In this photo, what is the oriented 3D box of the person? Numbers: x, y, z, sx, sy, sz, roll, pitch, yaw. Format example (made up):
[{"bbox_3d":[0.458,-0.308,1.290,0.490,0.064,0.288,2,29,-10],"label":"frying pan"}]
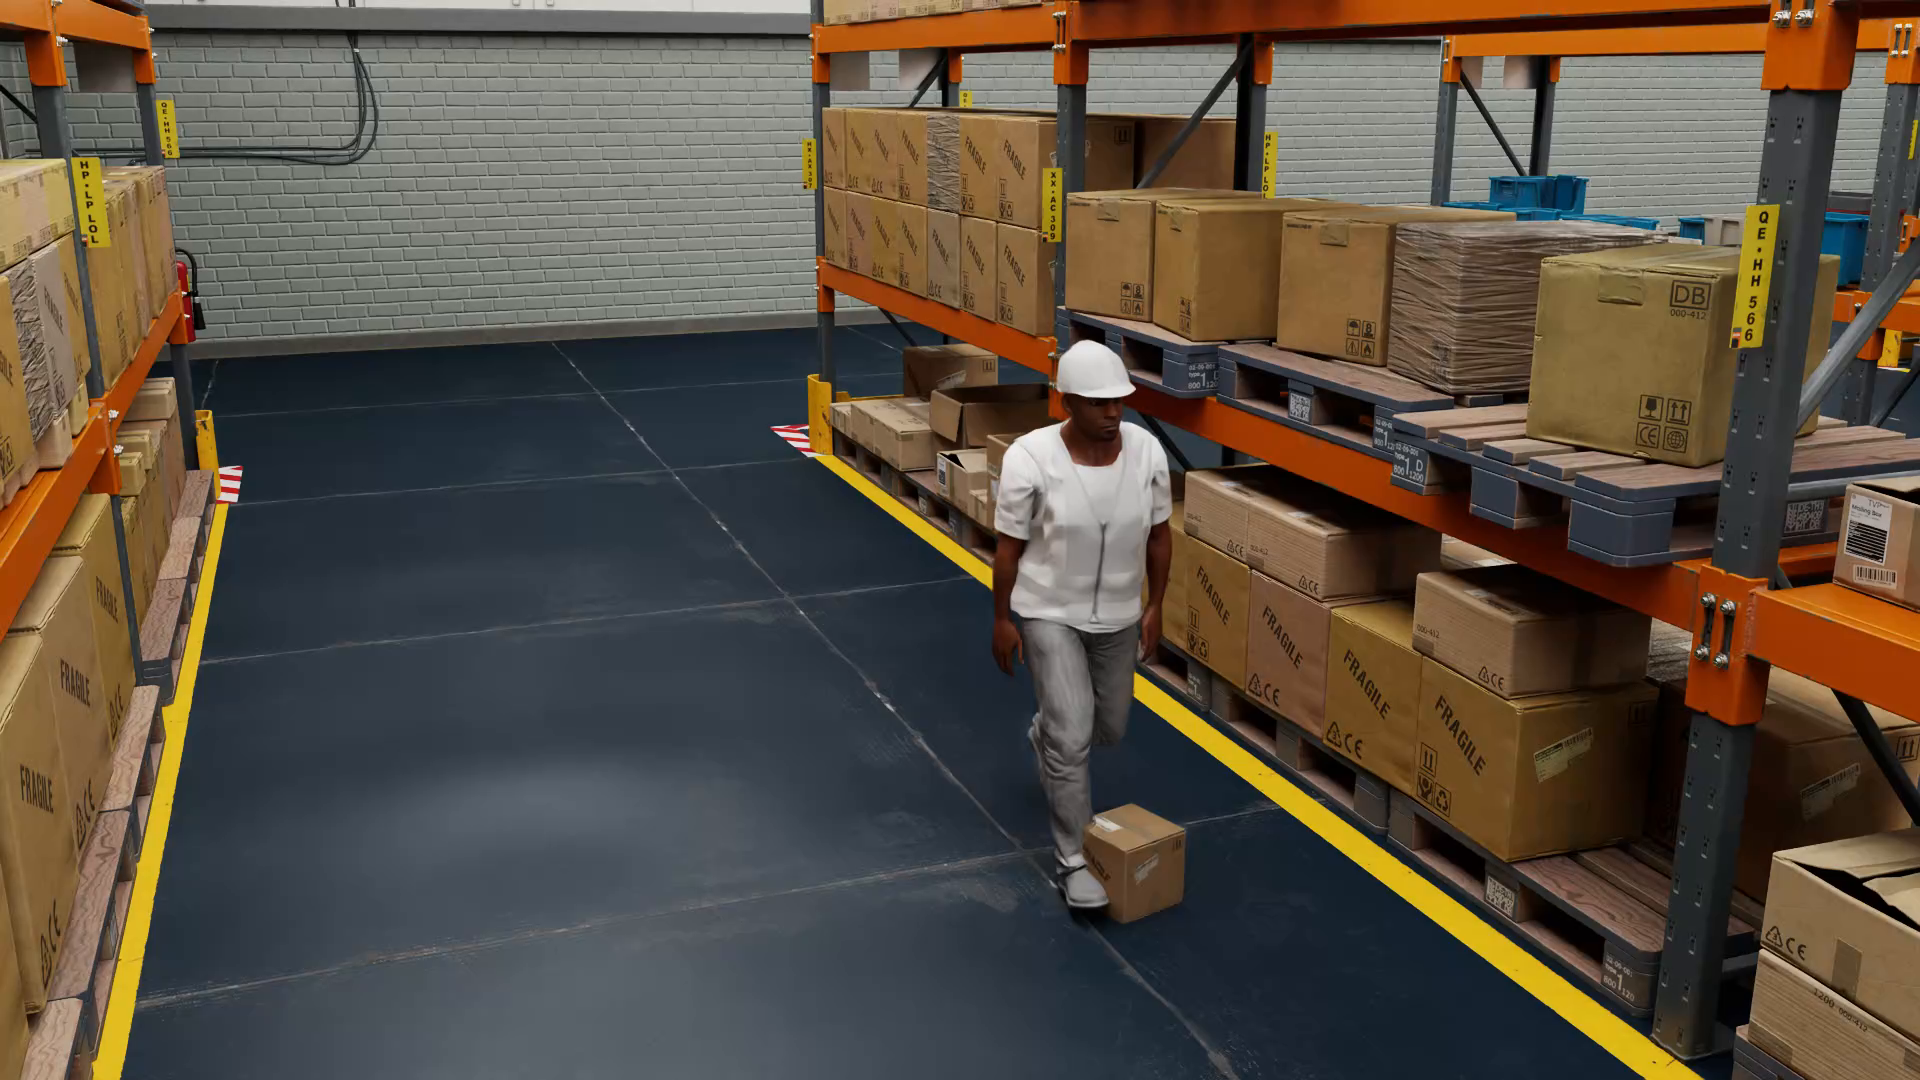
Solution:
[{"bbox_3d":[0.368,0.210,5.255,0.574,1.734,0.948,-5,16,-18],"label":"person"}]
